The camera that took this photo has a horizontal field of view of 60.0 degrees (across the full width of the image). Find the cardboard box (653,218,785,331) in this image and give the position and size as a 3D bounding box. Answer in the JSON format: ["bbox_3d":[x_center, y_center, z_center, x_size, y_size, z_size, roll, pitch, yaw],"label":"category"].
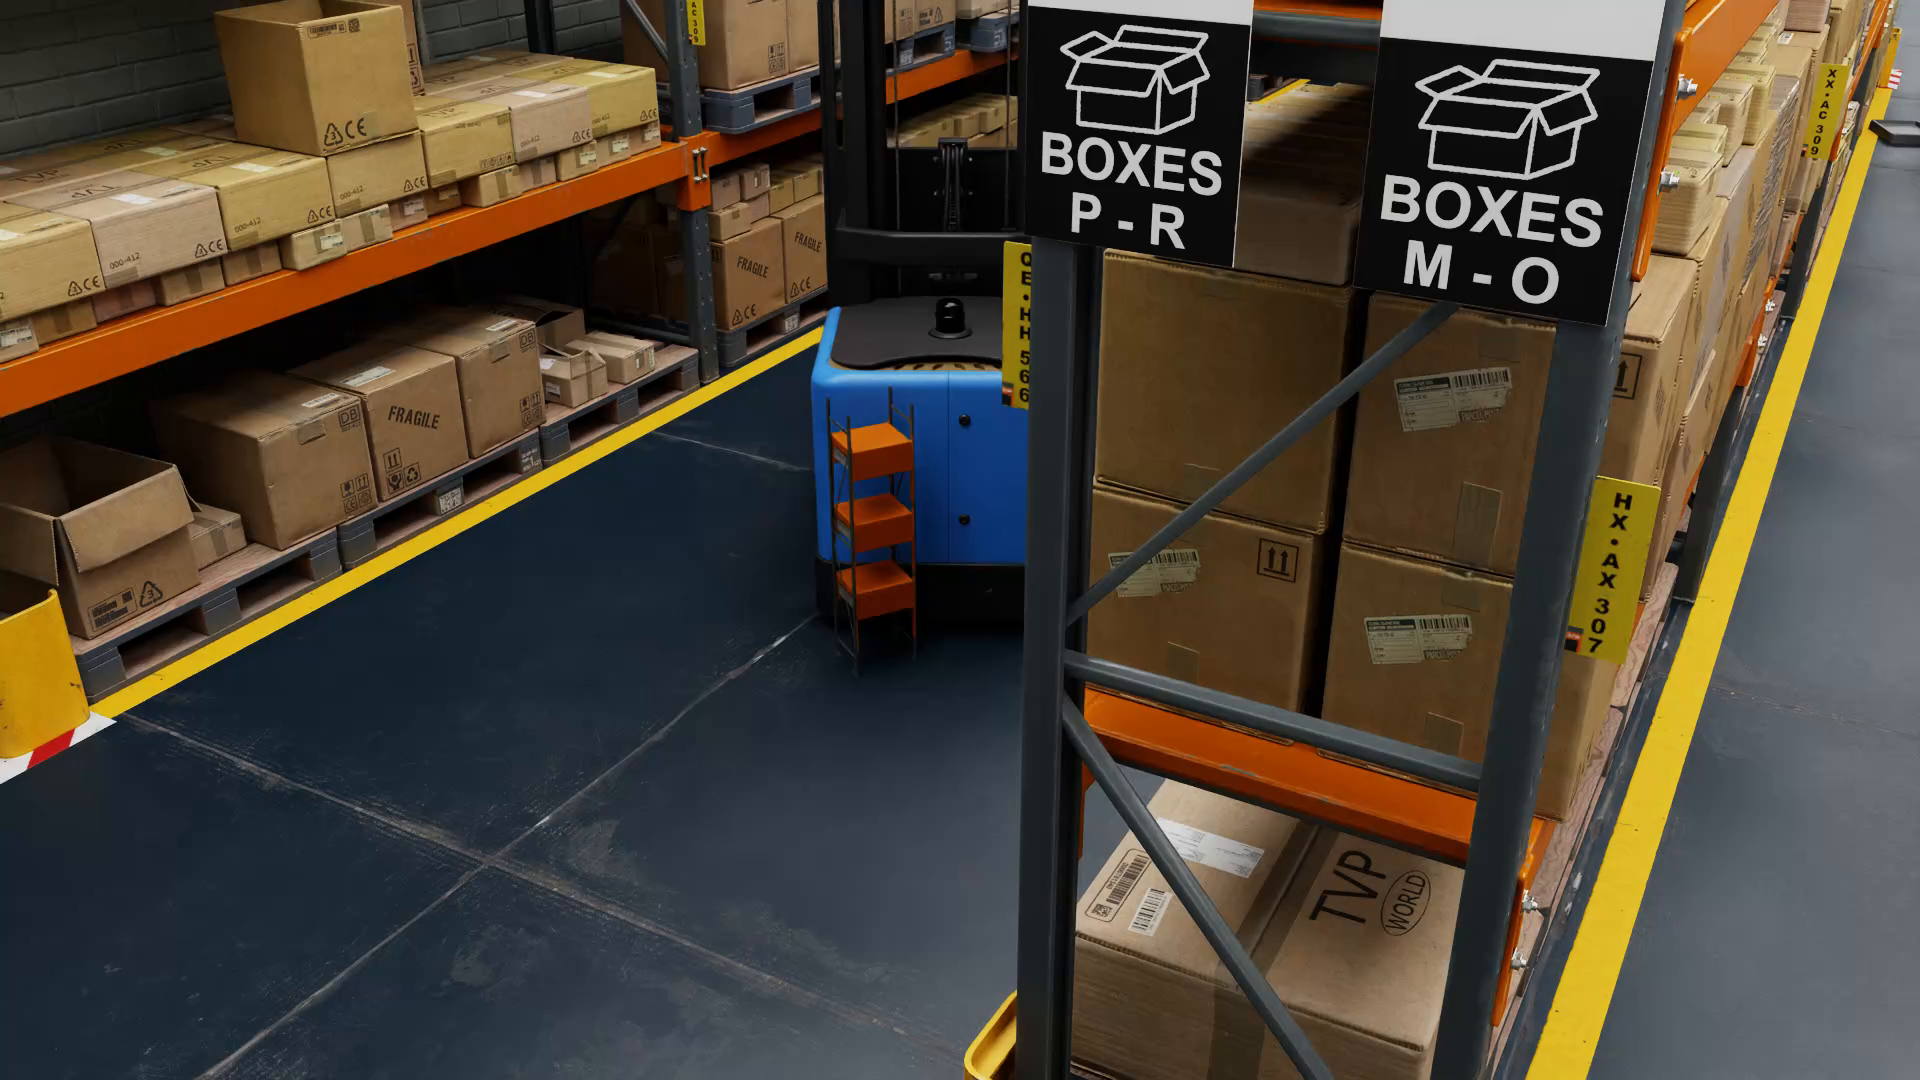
[{"bbox_3d":[-1.330,-1.509,9.237,0.500,0.500,0.500,16,31,28],"label":"cardboard box"}]

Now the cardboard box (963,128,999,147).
[{"bbox_3d":[-0.073,-2.524,11.264,0.500,0.500,0.500,14,30,25],"label":"cardboard box"}]

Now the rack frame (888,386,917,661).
[{"bbox_3d":[-0.211,-0.048,6.173,0.008,1.050,0.200,-13,29,-24],"label":"rack frame"}]

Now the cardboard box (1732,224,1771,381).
[{"bbox_3d":[2.305,-0.814,5.414,0.500,0.500,0.500,13,30,25],"label":"cardboard box"}]

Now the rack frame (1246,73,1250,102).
[{"bbox_3d":[2.171,-5.418,14.722,1.000,3.000,0.127,14,30,26],"label":"rack frame"}]

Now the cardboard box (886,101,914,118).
[{"bbox_3d":[-0.531,-2.872,11.235,0.380,0.149,0.250,15,30,27],"label":"cardboard box"}]

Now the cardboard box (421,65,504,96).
[{"bbox_3d":[-2.484,-2.035,7.800,0.500,0.250,0.500,14,30,26],"label":"cardboard box"}]

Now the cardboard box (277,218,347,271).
[{"bbox_3d":[-2.654,-1.187,6.552,0.380,0.149,0.250,13,30,25],"label":"cardboard box"}]

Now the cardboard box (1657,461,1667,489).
[{"bbox_3d":[1.302,-0.021,3.830,0.500,0.500,0.500,14,30,25],"label":"cardboard box"}]

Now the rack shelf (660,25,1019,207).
[{"bbox_3d":[-0.780,-2.758,10.212,1.077,0.370,4.000,14,30,26],"label":"rack shelf"}]

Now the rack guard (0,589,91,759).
[{"bbox_3d":[-3.695,0.347,5.998,1.175,0.500,0.348,14,30,26],"label":"rack guard"}]

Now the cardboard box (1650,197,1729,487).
[{"bbox_3d":[1.324,-0.468,3.606,0.500,0.500,0.500,13,30,25],"label":"cardboard box"}]

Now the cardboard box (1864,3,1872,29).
[{"bbox_3d":[5.345,-3.230,10.164,0.380,0.149,0.250,14,30,26],"label":"cardboard box"}]

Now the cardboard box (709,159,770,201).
[{"bbox_3d":[-1.270,-1.986,9.133,0.380,0.149,0.250,13,29,24],"label":"cardboard box"}]

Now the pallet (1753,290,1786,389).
[{"bbox_3d":[4.073,-1.230,9.471,1.003,0.211,1.213,14,30,26],"label":"pallet"}]

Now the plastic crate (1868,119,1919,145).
[{"bbox_3d":[7.981,-3.452,14.056,0.402,0.080,0.583,4,27,8],"label":"plastic crate"}]

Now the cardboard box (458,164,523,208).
[{"bbox_3d":[-2.171,-1.593,7.362,0.380,0.149,0.250,14,30,25],"label":"cardboard box"}]

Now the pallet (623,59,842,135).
[{"bbox_3d":[-1.276,-2.501,9.111,1.003,0.211,1.213,14,30,26],"label":"pallet"}]

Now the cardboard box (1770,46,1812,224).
[{"bbox_3d":[2.311,-1.259,5.186,0.500,0.500,0.500,14,30,25],"label":"cardboard box"}]

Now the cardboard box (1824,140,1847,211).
[{"bbox_3d":[5.548,-2.582,11.523,0.950,0.372,0.625,15,30,28],"label":"cardboard box"}]

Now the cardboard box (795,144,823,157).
[{"bbox_3d":[-0.768,-2.264,10.020,0.380,0.149,0.250,15,30,28],"label":"cardboard box"}]

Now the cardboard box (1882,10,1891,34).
[{"bbox_3d":[7.134,-4.116,13.161,0.380,0.149,0.250,15,30,27],"label":"cardboard box"}]

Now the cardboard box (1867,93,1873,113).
[{"bbox_3d":[7.273,-3.665,13.824,0.500,0.250,0.500,16,31,29],"label":"cardboard box"}]

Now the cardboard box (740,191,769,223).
[{"bbox_3d":[-1.287,-1.866,9.226,0.380,0.149,0.250,13,30,25],"label":"cardboard box"}]

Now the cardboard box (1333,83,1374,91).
[{"bbox_3d":[1.101,-1.014,3.971,0.380,0.149,0.250,14,30,26],"label":"cardboard box"}]

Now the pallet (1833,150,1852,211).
[{"bbox_3d":[6.113,-2.775,12.559,1.003,0.211,1.213,14,30,26],"label":"pallet"}]

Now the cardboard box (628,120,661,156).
[{"bbox_3d":[-1.701,-2.008,8.190,0.380,0.149,0.250,15,30,27],"label":"cardboard box"}]

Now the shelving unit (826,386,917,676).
[{"bbox_3d":[-0.320,-0.023,6.124,0.252,1.050,0.215,-13,29,-24],"label":"shelving unit"}]

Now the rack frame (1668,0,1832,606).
[{"bbox_3d":[2.559,-1.208,6.313,1.000,3.000,0.127,14,30,26],"label":"rack frame"}]

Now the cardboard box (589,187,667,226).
[{"bbox_3d":[-1.834,-1.867,9.227,0.380,0.149,0.250,13,29,24],"label":"cardboard box"}]

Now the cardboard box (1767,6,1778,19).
[{"bbox_3d":[2.220,-1.524,4.989,0.380,0.149,0.250,14,30,26],"label":"cardboard box"}]

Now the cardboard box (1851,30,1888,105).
[{"bbox_3d":[7.020,-3.790,13.235,0.500,0.500,0.500,16,31,28],"label":"cardboard box"}]

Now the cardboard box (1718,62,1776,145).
[{"bbox_3d":[1.807,-1.104,4.151,0.380,0.149,0.250,13,30,25],"label":"cardboard box"}]

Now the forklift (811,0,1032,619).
[{"bbox_3d":[-0.024,-1.616,7.203,1.130,2.935,3.031,0,27,1],"label":"forklift"}]

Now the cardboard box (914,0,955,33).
[{"bbox_3d":[-0.438,-3.416,10.138,0.797,0.503,0.637,13,30,25],"label":"cardboard box"}]

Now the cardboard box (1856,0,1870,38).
[{"bbox_3d":[4.255,-2.798,8.260,0.500,0.500,0.500,15,30,27],"label":"cardboard box"}]

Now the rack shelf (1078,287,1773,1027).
[{"bbox_3d":[1.575,-0.107,4.917,1.077,0.370,4.000,14,30,26],"label":"rack shelf"}]

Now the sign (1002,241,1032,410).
[{"bbox_3d":[0.126,-0.398,3.136,0.100,0.325,0.005,14,30,26],"label":"sign"}]

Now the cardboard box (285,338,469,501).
[{"bbox_3d":[-2.547,-0.537,7.295,0.500,0.500,0.500,15,30,27],"label":"cardboard box"}]

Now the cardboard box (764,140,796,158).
[{"bbox_3d":[-1.235,-2.381,10.254,0.380,0.149,0.250,15,30,27],"label":"cardboard box"}]

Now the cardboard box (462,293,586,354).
[{"bbox_3d":[-2.295,-1.080,8.591,0.500,0.311,0.500,15,30,28],"label":"cardboard box"}]

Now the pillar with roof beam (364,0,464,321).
[{"bbox_3d":[0.857,-3.962,5.111,9.100,9.000,0.400,14,30,26],"label":"pillar with roof beam"}]

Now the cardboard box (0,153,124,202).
[{"bbox_3d":[-3.482,-1.245,6.222,0.500,0.250,0.500,14,30,26],"label":"cardboard box"}]

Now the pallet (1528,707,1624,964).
[{"bbox_3d":[1.518,0.795,5.426,1.003,0.211,1.213,14,30,26],"label":"pallet"}]

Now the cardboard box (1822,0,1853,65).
[{"bbox_3d":[3.026,-1.808,6.283,0.500,0.500,0.500,15,30,27],"label":"cardboard box"}]

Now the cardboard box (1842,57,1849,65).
[{"bbox_3d":[3.772,-2.072,7.647,0.500,0.250,0.500,13,29,25],"label":"cardboard box"}]

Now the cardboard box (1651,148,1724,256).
[{"bbox_3d":[1.302,-0.703,3.349,0.380,0.149,0.250,15,30,28],"label":"cardboard box"}]

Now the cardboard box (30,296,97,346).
[{"bbox_3d":[-3.247,-0.806,5.789,0.380,0.149,0.250,15,30,27],"label":"cardboard box"}]

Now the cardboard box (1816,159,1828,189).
[{"bbox_3d":[3.779,-1.846,7.754,0.500,0.250,0.500,14,30,25],"label":"cardboard box"}]

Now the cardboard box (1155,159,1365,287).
[{"bbox_3d":[0.594,-0.615,3.175,0.380,0.149,0.250,15,30,27],"label":"cardboard box"}]

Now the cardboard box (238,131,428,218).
[{"bbox_3d":[-2.547,-1.523,6.777,0.500,0.250,0.500,13,30,25],"label":"cardboard box"}]

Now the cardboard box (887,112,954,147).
[{"bbox_3d":[-0.264,-2.672,10.835,0.380,0.149,0.250,15,30,28],"label":"cardboard box"}]
